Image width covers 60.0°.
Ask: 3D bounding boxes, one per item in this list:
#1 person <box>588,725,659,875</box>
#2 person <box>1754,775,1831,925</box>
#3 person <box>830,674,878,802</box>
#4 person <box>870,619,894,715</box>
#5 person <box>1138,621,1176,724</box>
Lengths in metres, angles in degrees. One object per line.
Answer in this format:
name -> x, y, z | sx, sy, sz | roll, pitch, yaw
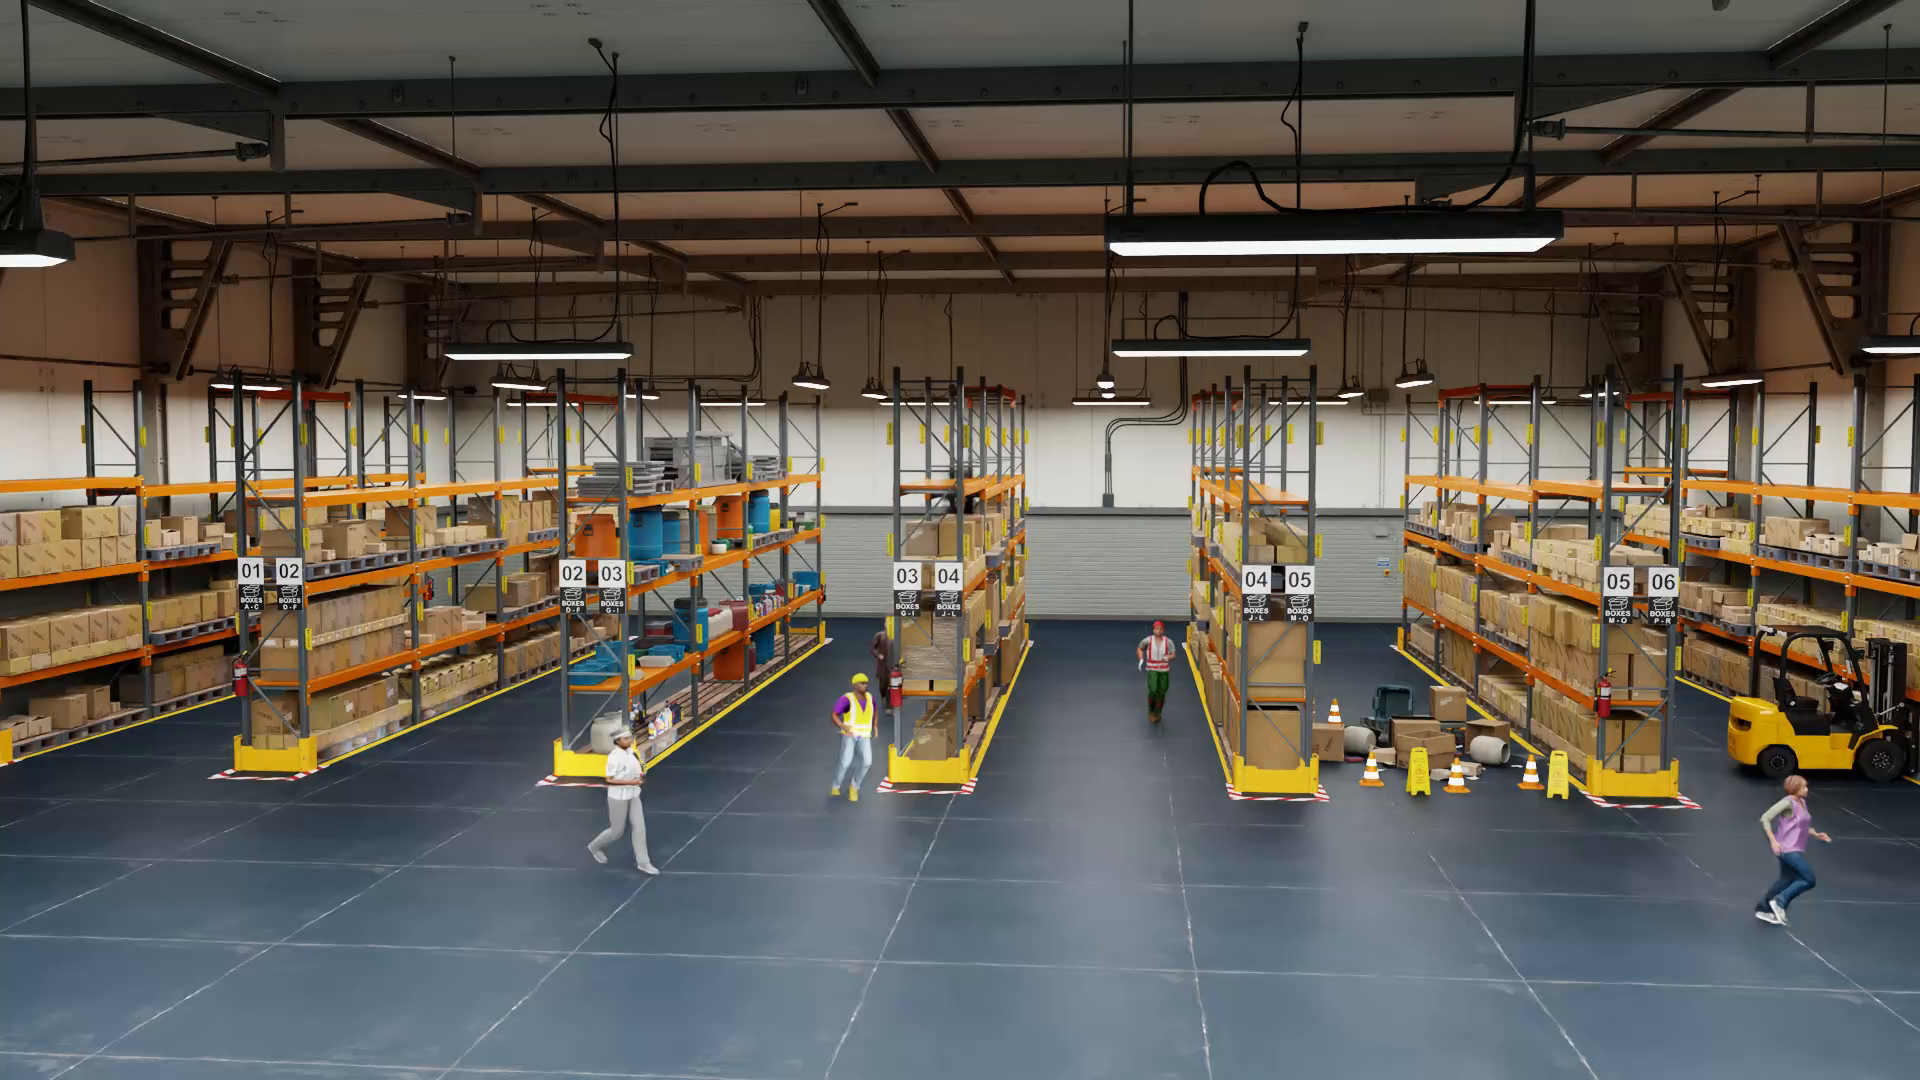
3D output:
person -> -3.855, 2.959, 19.032 | 0.923, 1.694, 0.579 | 2, 4, 27
person -> 8.448, 3.157, 16.874 | 0.699, 1.560, 0.505 | 3, 5, 43
person -> -1.418, 2.720, 22.957 | 0.765, 1.758, 0.653 | -2, 4, -26
person -> -1.277, 2.262, 30.067 | 0.709, 1.737, 0.757 | 0, 4, -4
person -> 3.449, 2.306, 29.014 | 0.641, 1.792, 0.709 | 0, 4, -3
